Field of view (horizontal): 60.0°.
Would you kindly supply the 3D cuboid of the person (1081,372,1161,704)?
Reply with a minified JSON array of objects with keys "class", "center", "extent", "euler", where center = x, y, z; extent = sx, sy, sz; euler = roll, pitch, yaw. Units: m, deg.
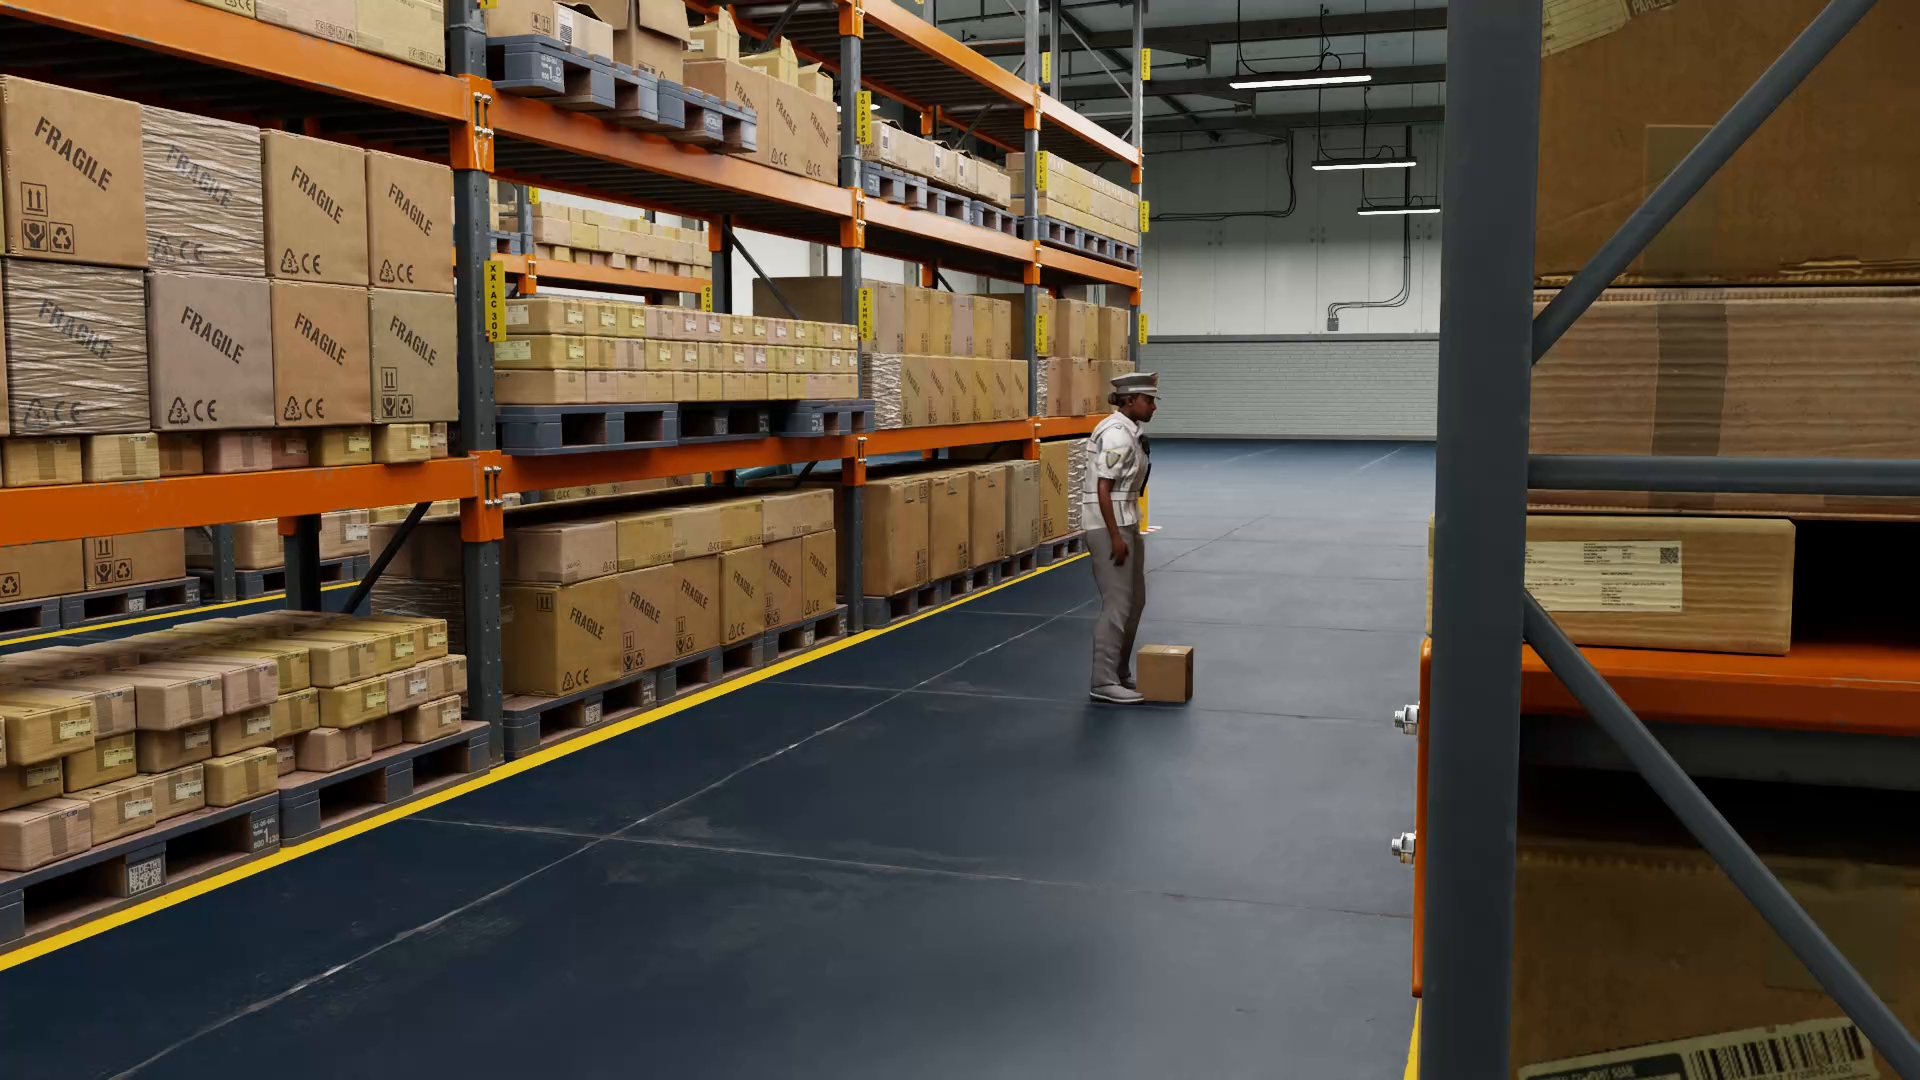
[{"class":"person","center":[0.823,-0.025,8.510],"extent":[0.392,1.660,0.505],"euler":[2,6,19]}]
